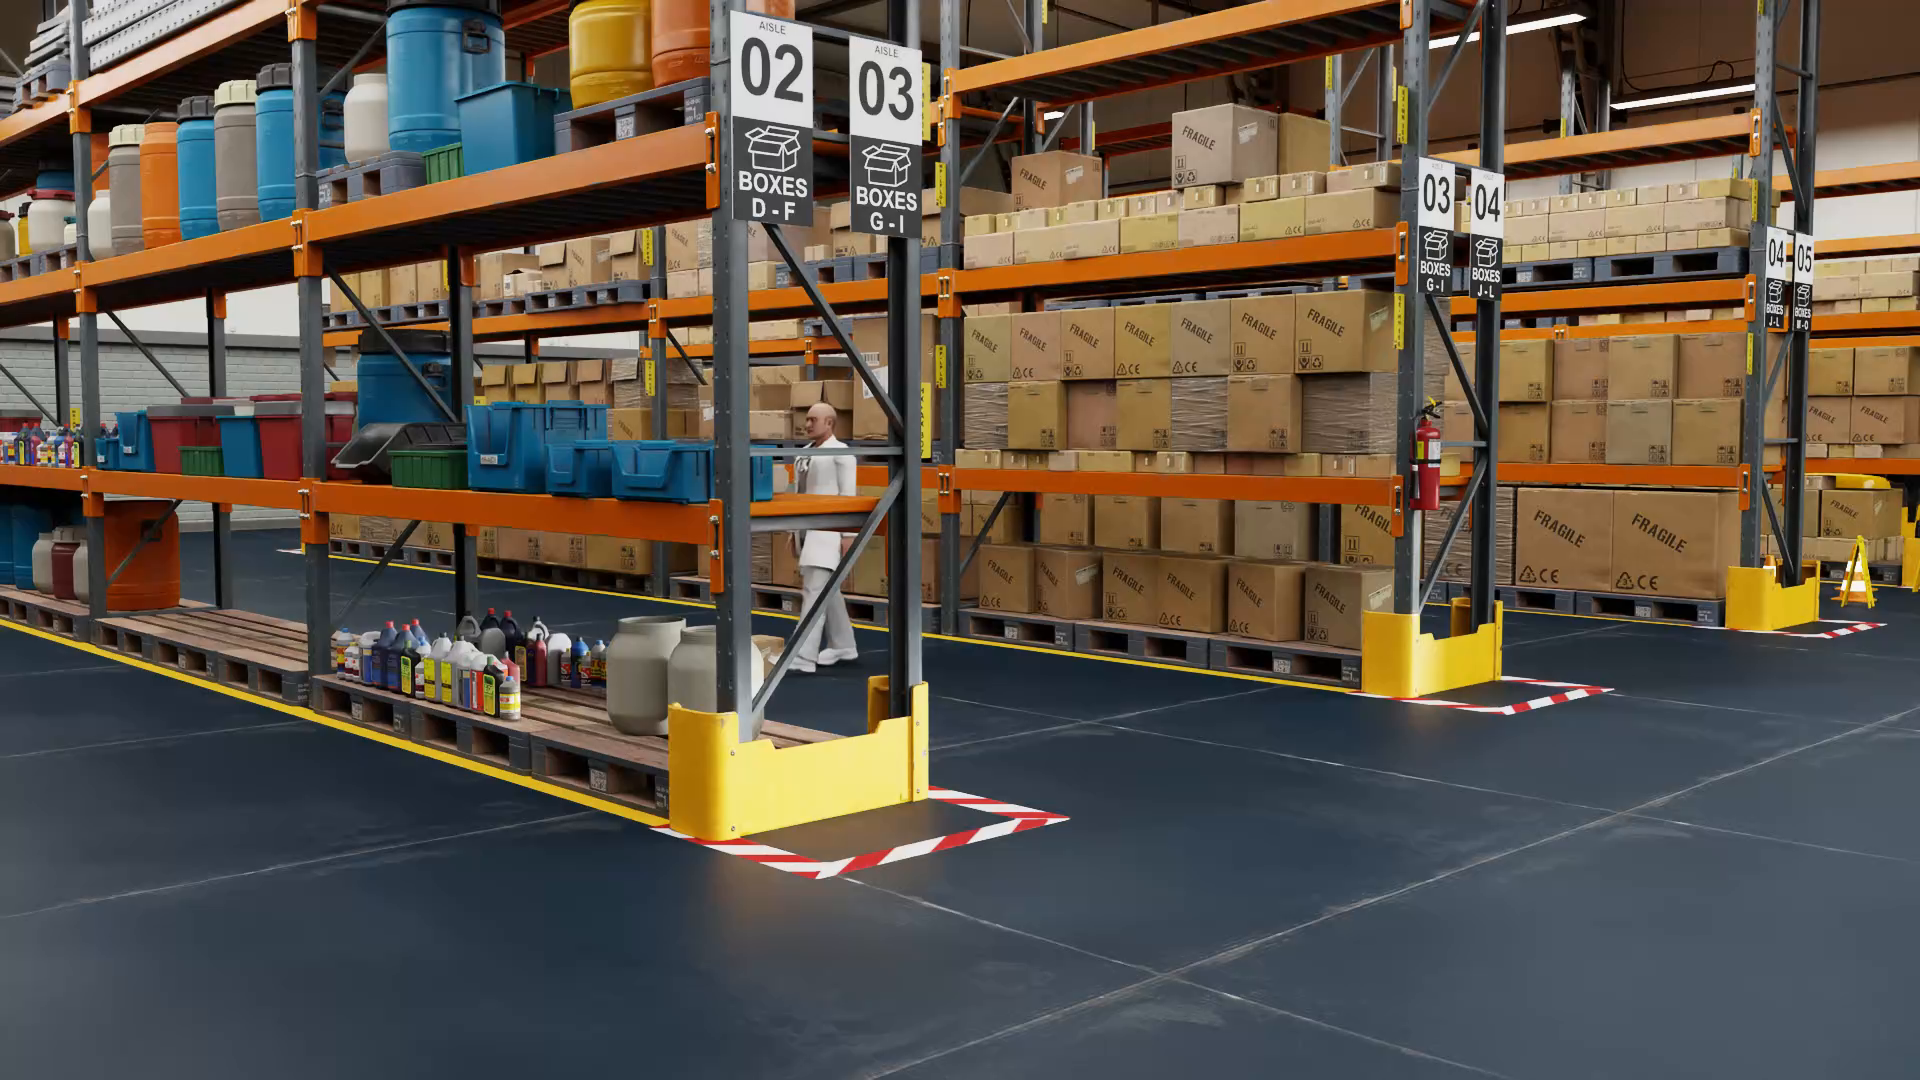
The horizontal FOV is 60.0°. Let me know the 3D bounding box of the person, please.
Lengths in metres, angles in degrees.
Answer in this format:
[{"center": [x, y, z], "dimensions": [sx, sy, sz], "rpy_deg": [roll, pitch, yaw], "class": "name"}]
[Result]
[{"center": [-0.985, -0.026, 11.056], "dimensions": [0.841, 1.766, 0.577], "rpy_deg": [-3, 5, -38], "class": "person"}]
